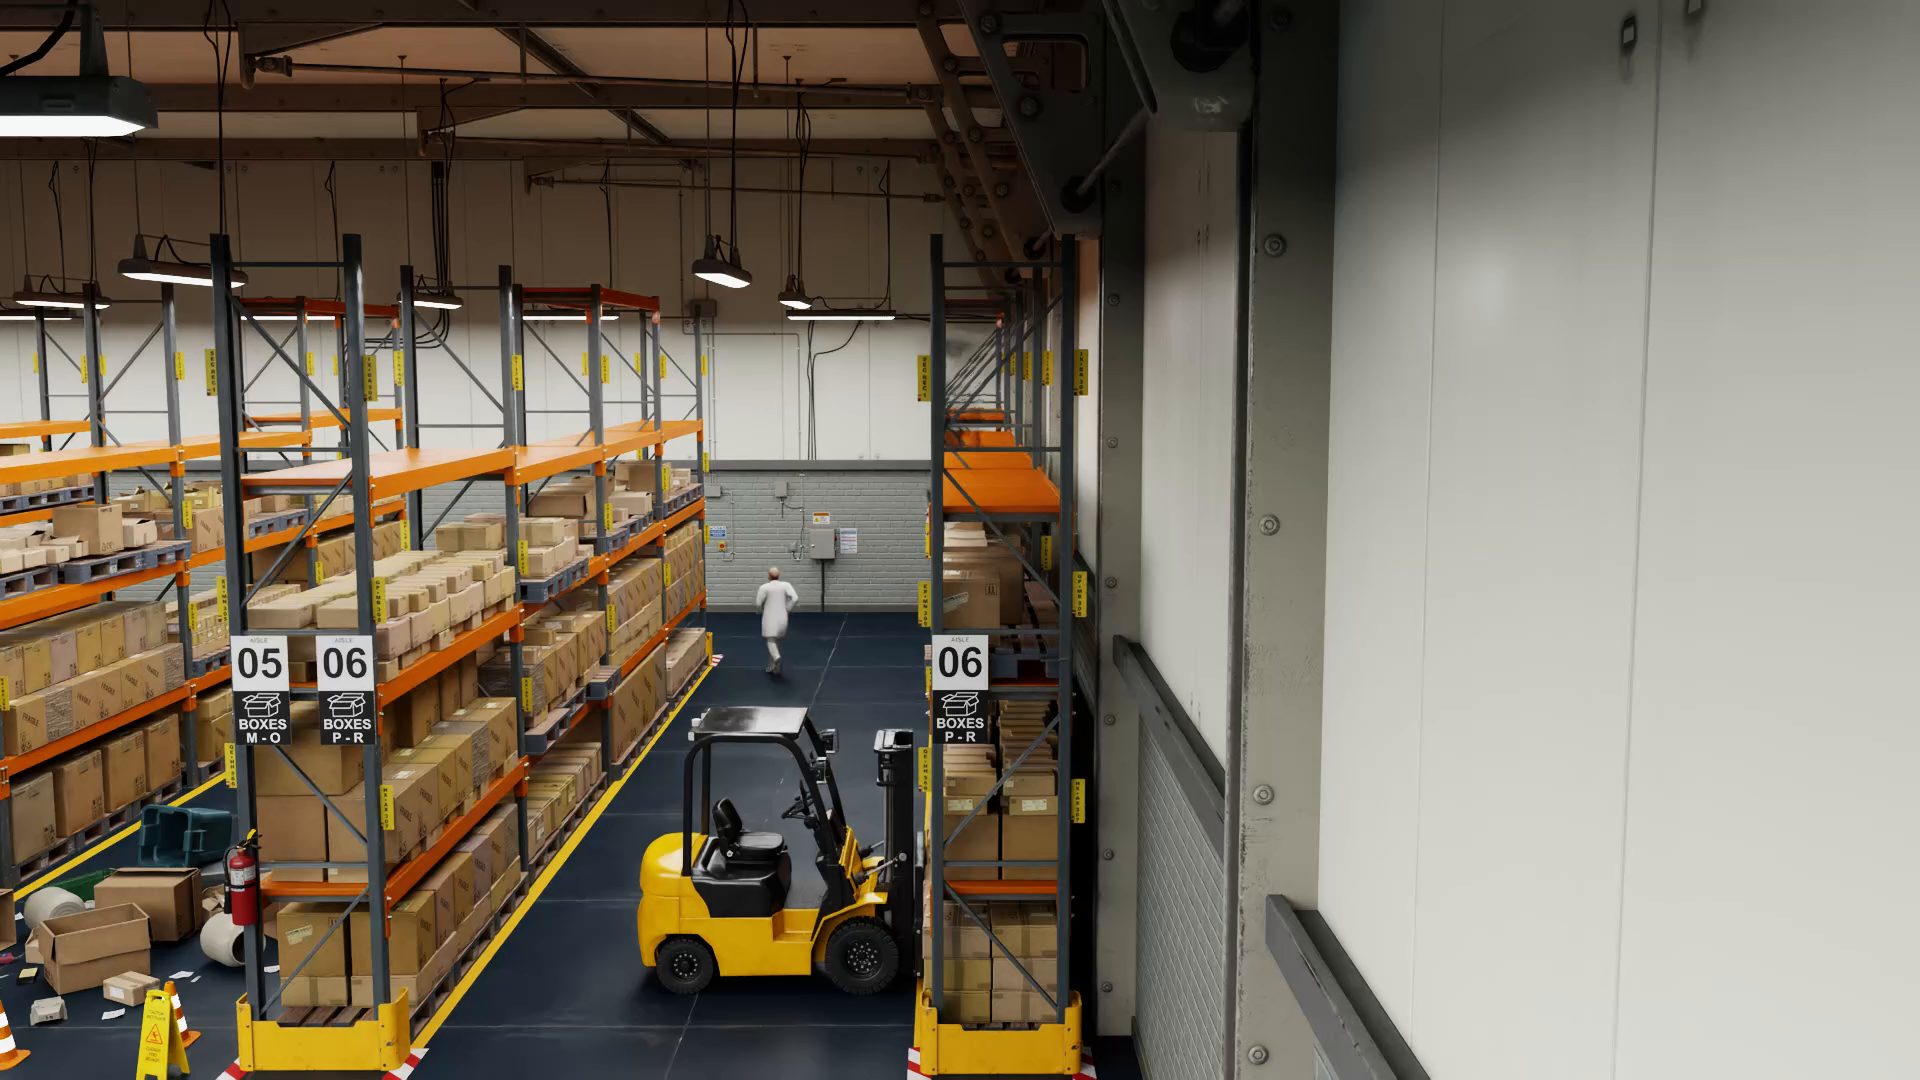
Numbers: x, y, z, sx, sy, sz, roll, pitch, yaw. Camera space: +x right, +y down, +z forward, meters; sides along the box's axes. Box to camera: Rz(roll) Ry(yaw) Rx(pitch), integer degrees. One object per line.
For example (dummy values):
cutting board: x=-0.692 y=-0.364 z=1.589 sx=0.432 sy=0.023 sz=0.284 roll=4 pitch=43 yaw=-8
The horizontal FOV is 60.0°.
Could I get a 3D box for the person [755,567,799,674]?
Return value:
person: x=-2.971 y=1.326 z=26.897 sx=0.702 sy=1.770 sz=0.970 roll=-3 pitch=7 yaw=-25
